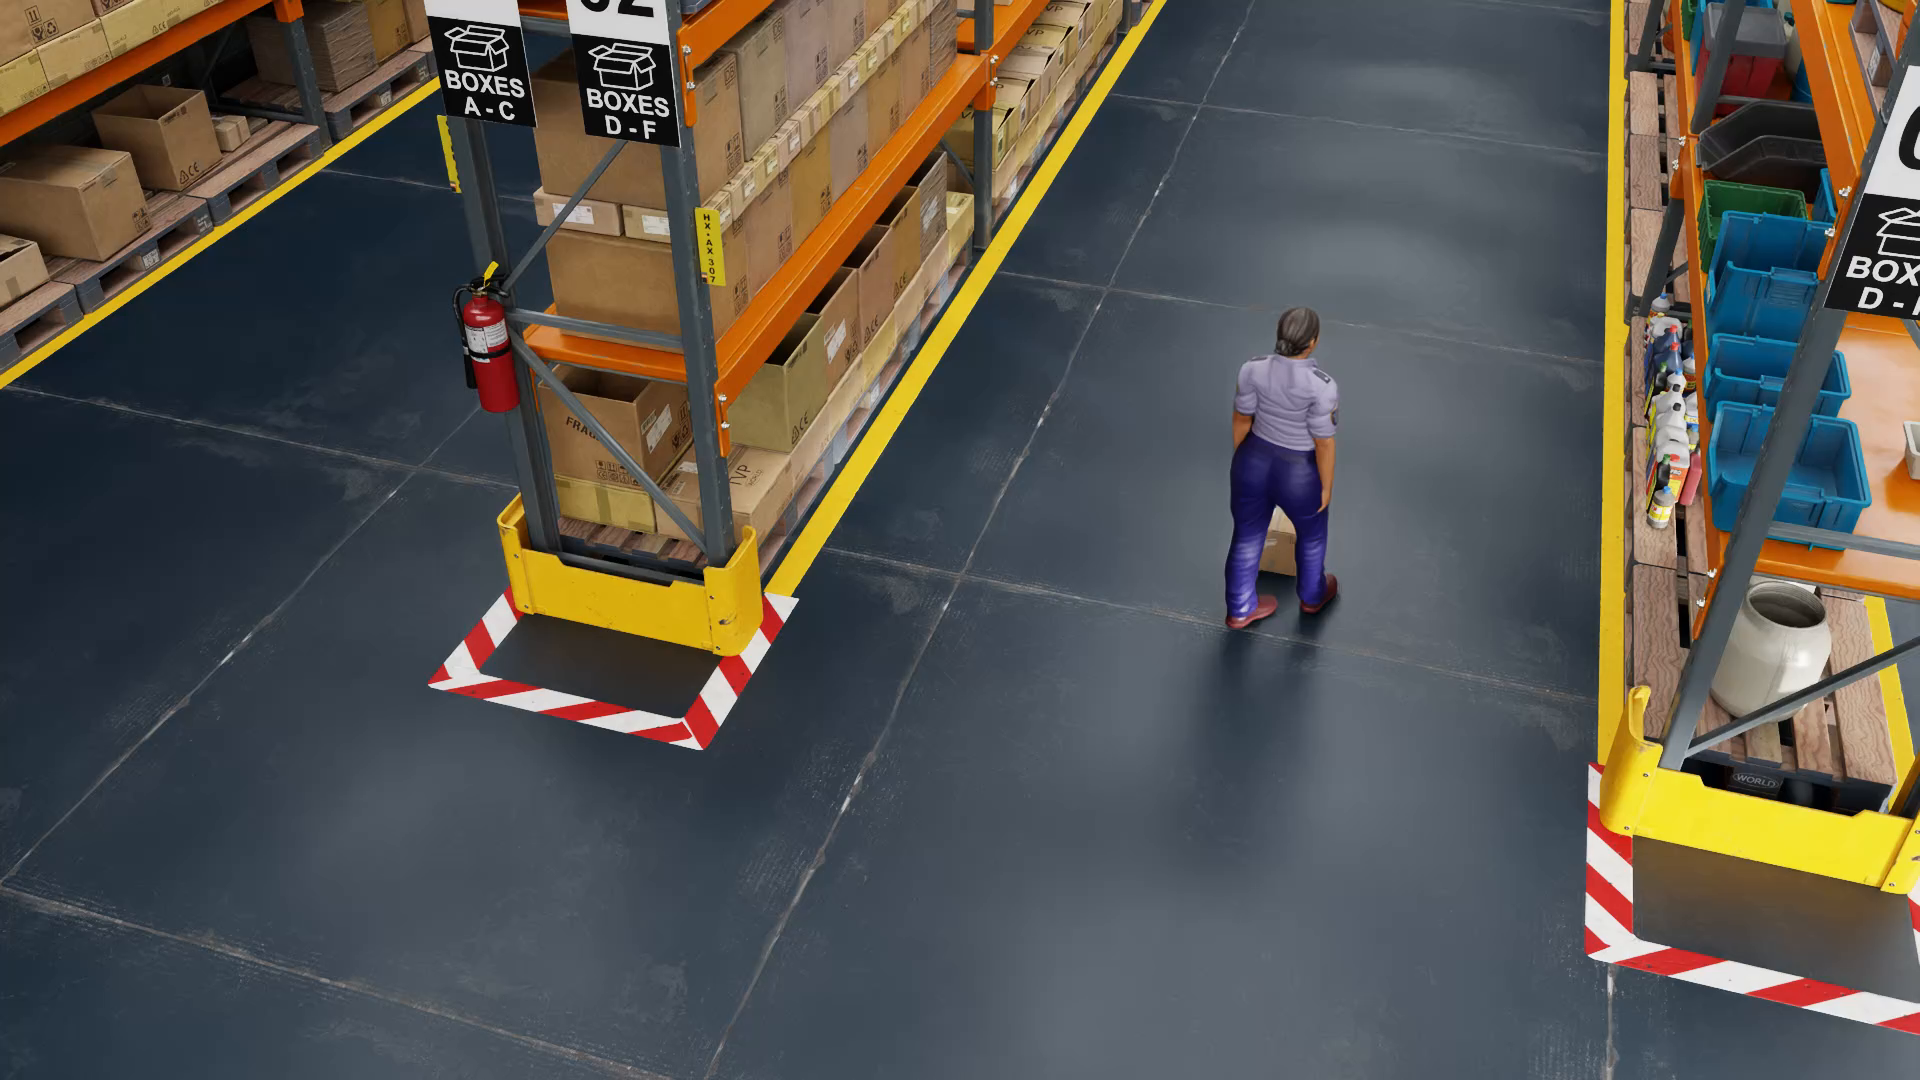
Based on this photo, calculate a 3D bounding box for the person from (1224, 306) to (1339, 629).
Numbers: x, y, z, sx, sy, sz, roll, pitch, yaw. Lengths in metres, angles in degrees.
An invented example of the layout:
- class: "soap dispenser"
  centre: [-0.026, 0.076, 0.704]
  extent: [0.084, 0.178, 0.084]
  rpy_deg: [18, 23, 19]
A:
- class: "person"
  centre: [1.470, -0.358, 7.363]
  extent: [0.487, 1.643, 0.584]
  rpy_deg: [20, 42, 24]
